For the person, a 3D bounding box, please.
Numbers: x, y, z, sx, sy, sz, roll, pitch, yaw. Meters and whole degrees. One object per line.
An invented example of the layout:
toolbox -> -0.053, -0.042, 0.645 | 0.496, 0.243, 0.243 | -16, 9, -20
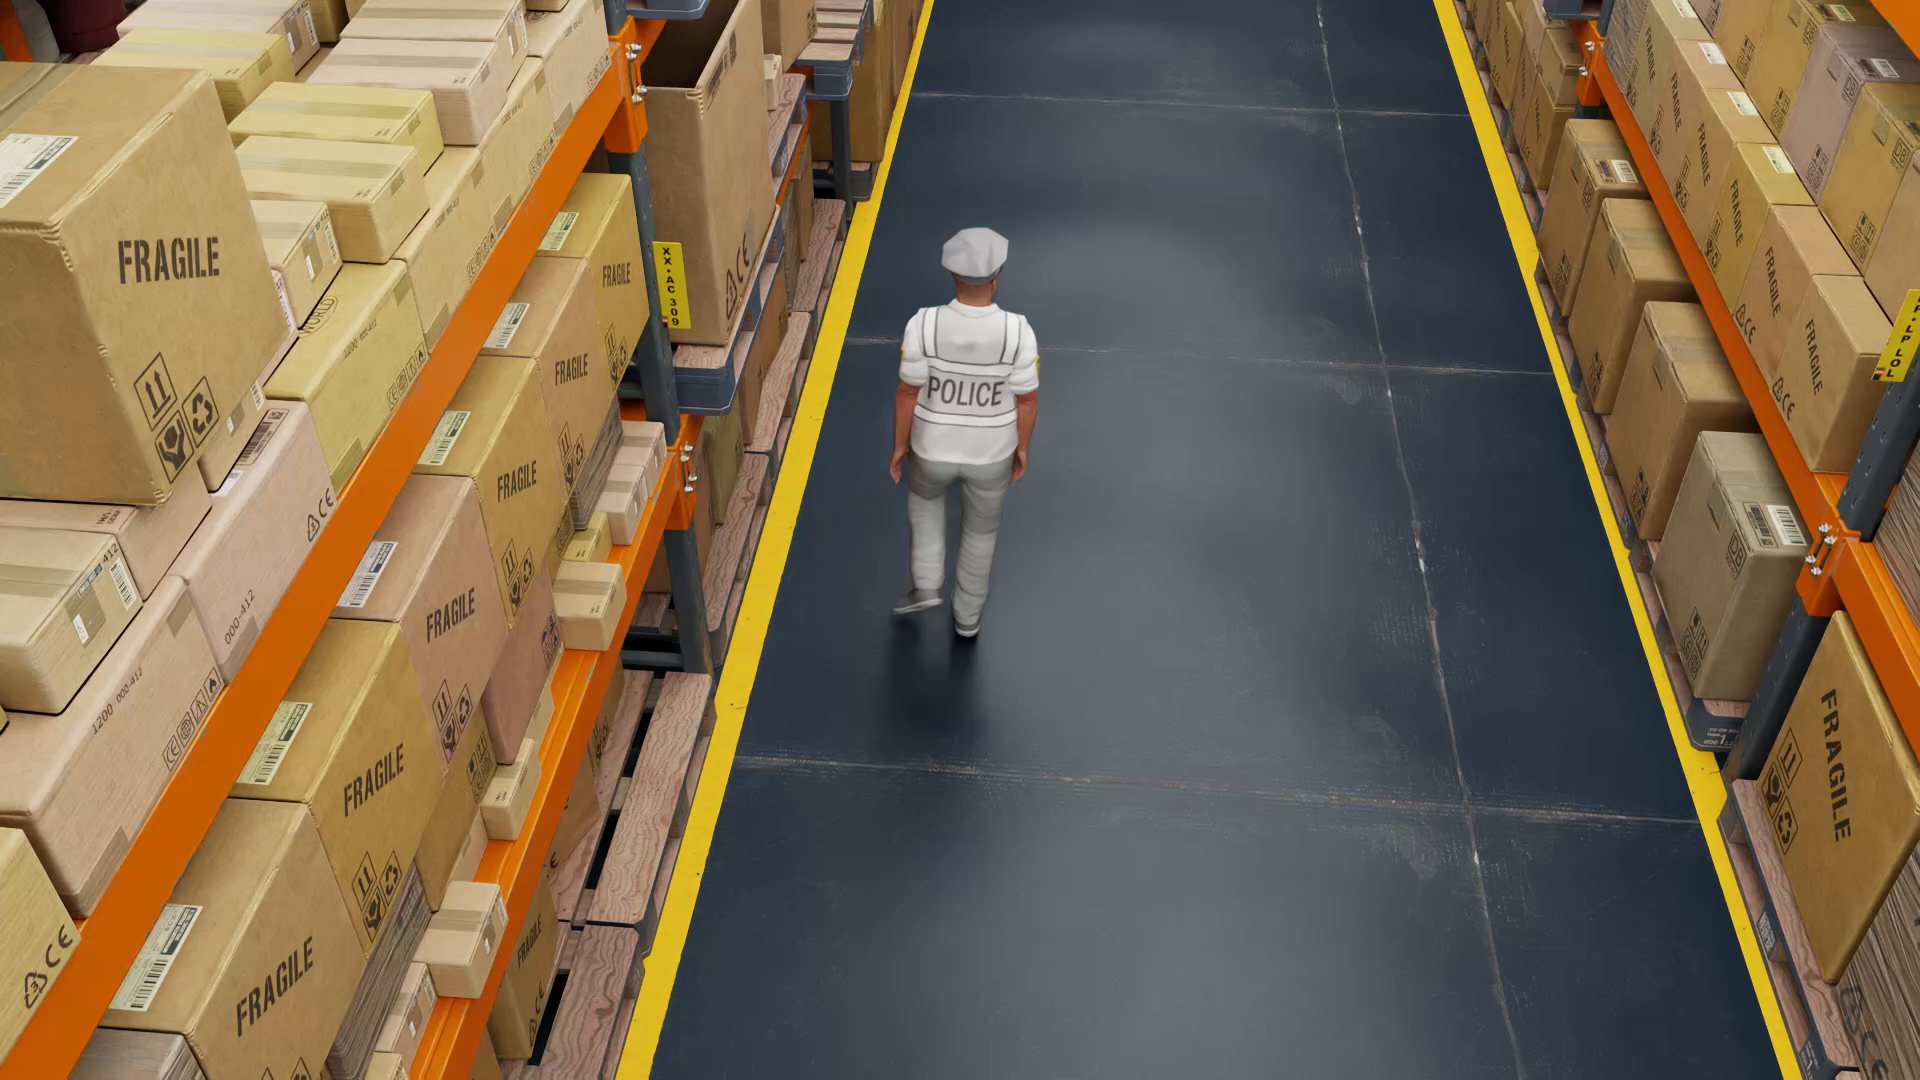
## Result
person -> 0.013, -0.379, 6.566 | 0.579, 1.754, 0.474 | 4, 40, 5
